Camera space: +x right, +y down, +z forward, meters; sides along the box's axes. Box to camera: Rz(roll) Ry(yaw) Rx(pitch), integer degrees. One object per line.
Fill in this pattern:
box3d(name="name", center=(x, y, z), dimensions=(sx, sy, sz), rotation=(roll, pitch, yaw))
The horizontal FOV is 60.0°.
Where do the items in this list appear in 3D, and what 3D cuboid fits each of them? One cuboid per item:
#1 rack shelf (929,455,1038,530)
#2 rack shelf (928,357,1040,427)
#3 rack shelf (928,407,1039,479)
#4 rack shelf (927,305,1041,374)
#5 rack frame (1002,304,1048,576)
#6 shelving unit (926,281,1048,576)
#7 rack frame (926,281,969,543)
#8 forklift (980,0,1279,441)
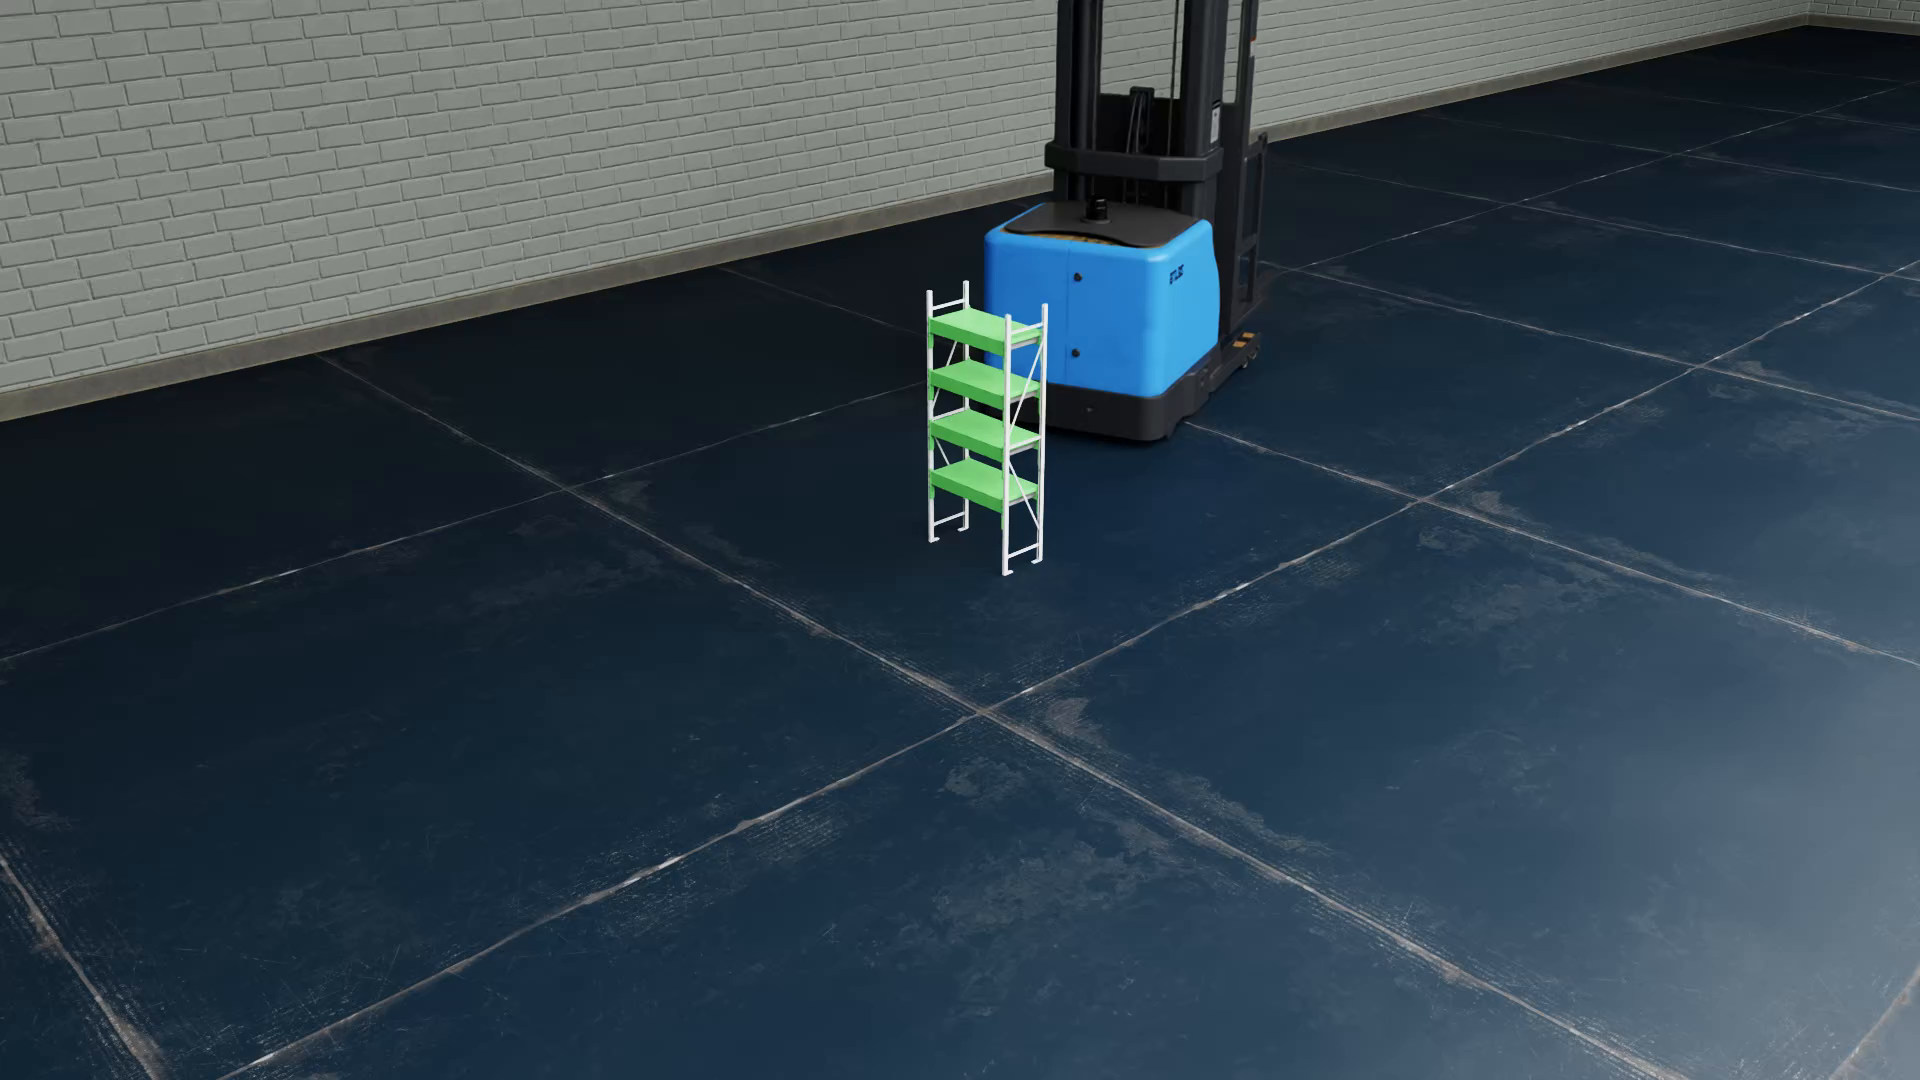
box3d(name="rack shelf", center=(0.113, -0.219, 7.517), dimensions=(0.258, 0.148, 0.480), rotation=(-21, 32, -38))
box3d(name="rack shelf", center=(0.113, -0.656, 7.318), dimensions=(0.258, 0.148, 0.480), rotation=(-21, 32, -38))
box3d(name="rack shelf", center=(0.113, -0.438, 7.418), dimensions=(0.258, 0.148, 0.480), rotation=(-21, 32, -38))
box3d(name="rack shelf", center=(0.113, -0.874, 7.218), dimensions=(0.258, 0.148, 0.480), rotation=(-21, 32, -38))
box3d(name="rack frame", center=(0.280, -0.422, 7.229), dimensions=(0.240, 1.200, 0.015), rotation=(-21, 32, -38))
box3d(name="shelving unit", center=(0.113, -0.496, 7.391), dimensions=(0.258, 1.200, 0.503), rotation=(-21, 32, -38))
box3d(name="rack frame", center=(-0.054, -0.570, 7.553), dimensions=(0.240, 1.200, 0.015), rotation=(-21, 32, -38))
box3d(name="forklift", center=(1.195, -2.433, 9.551), dimensions=(1.130, 2.935, 3.031), rotation=(11, 27, 23))
